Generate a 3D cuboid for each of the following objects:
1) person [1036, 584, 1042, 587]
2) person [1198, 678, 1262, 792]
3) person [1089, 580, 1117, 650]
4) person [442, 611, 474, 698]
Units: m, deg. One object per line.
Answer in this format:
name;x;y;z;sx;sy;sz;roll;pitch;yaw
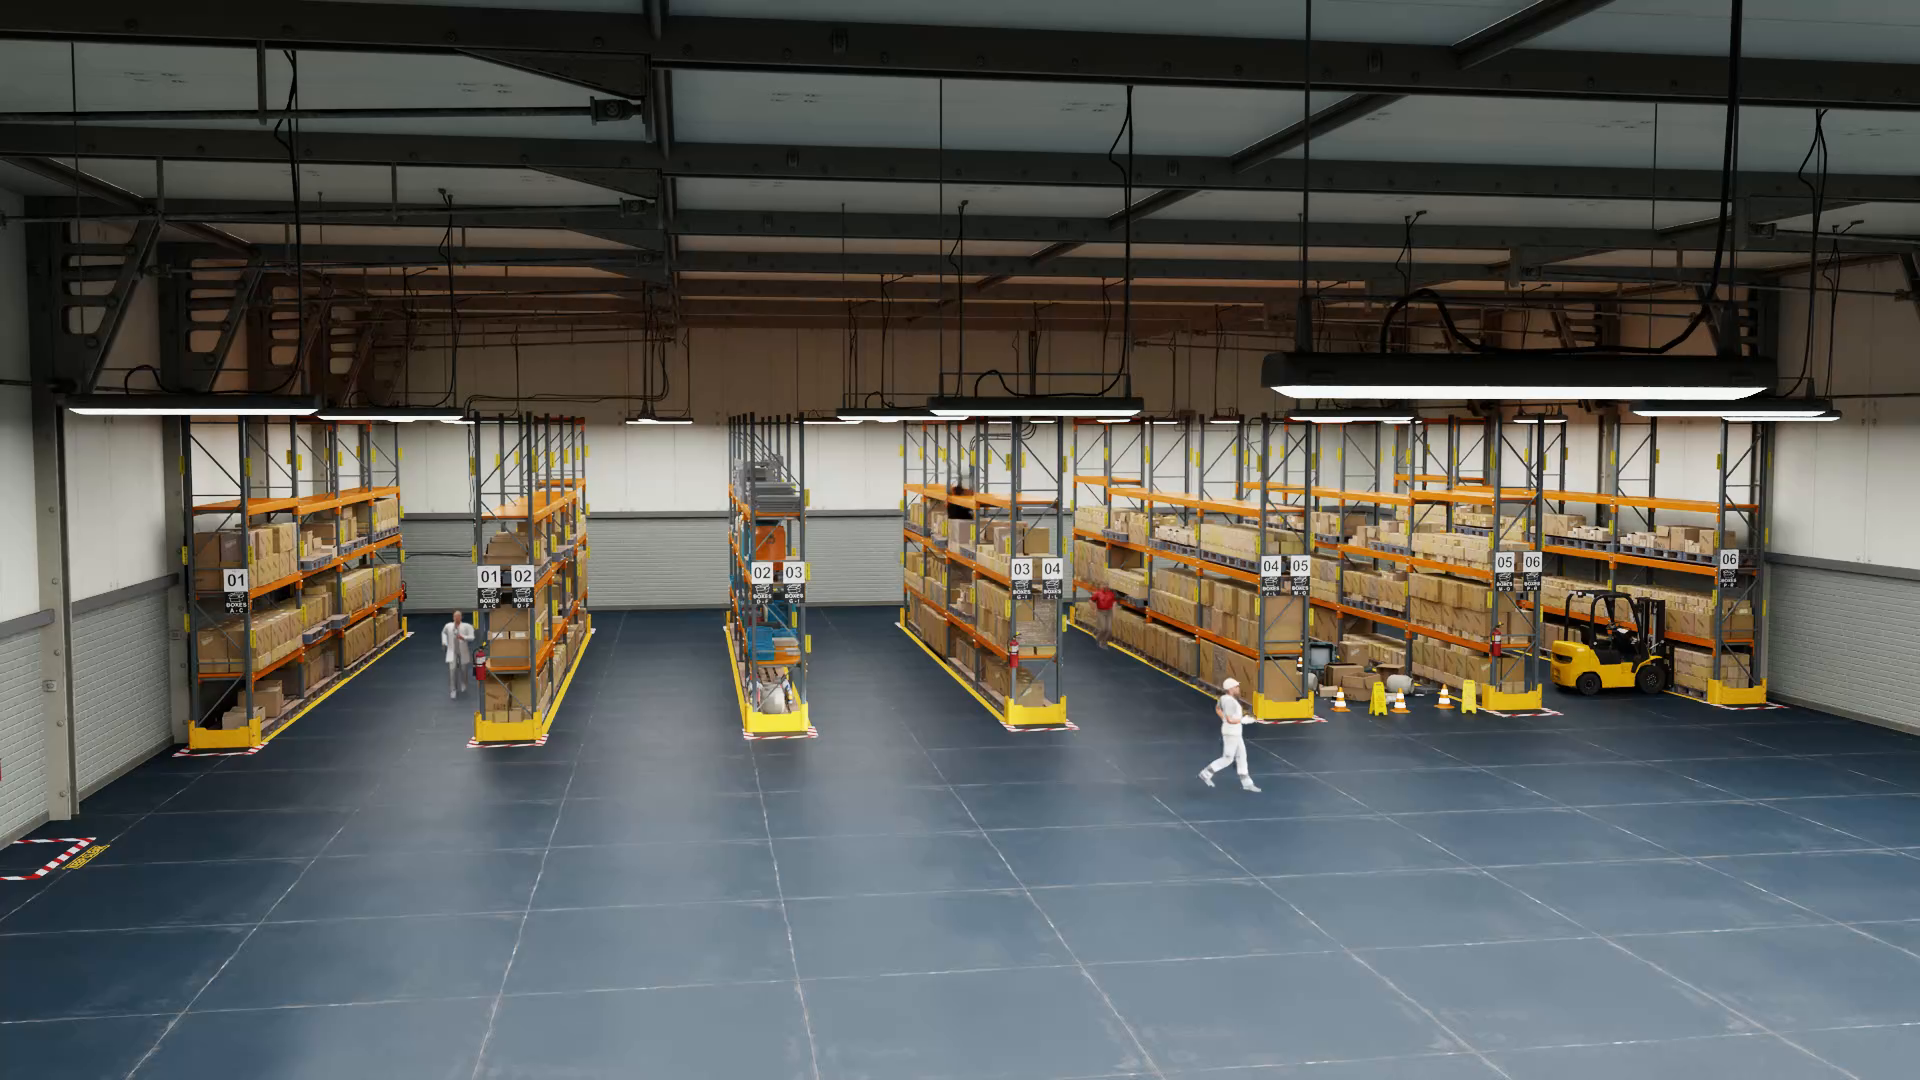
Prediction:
person;2.120;1.619;47.756;0.653;1.755;0.637;1;4;11
person;4.222;3.043;25.922;0.987;1.786;0.656;1;4;12
person;3.544;1.837;40.542;0.658;1.691;0.557;-1;4;-17
person;-10.676;2.400;35.373;0.695;1.784;1.042;-1;4;-11
